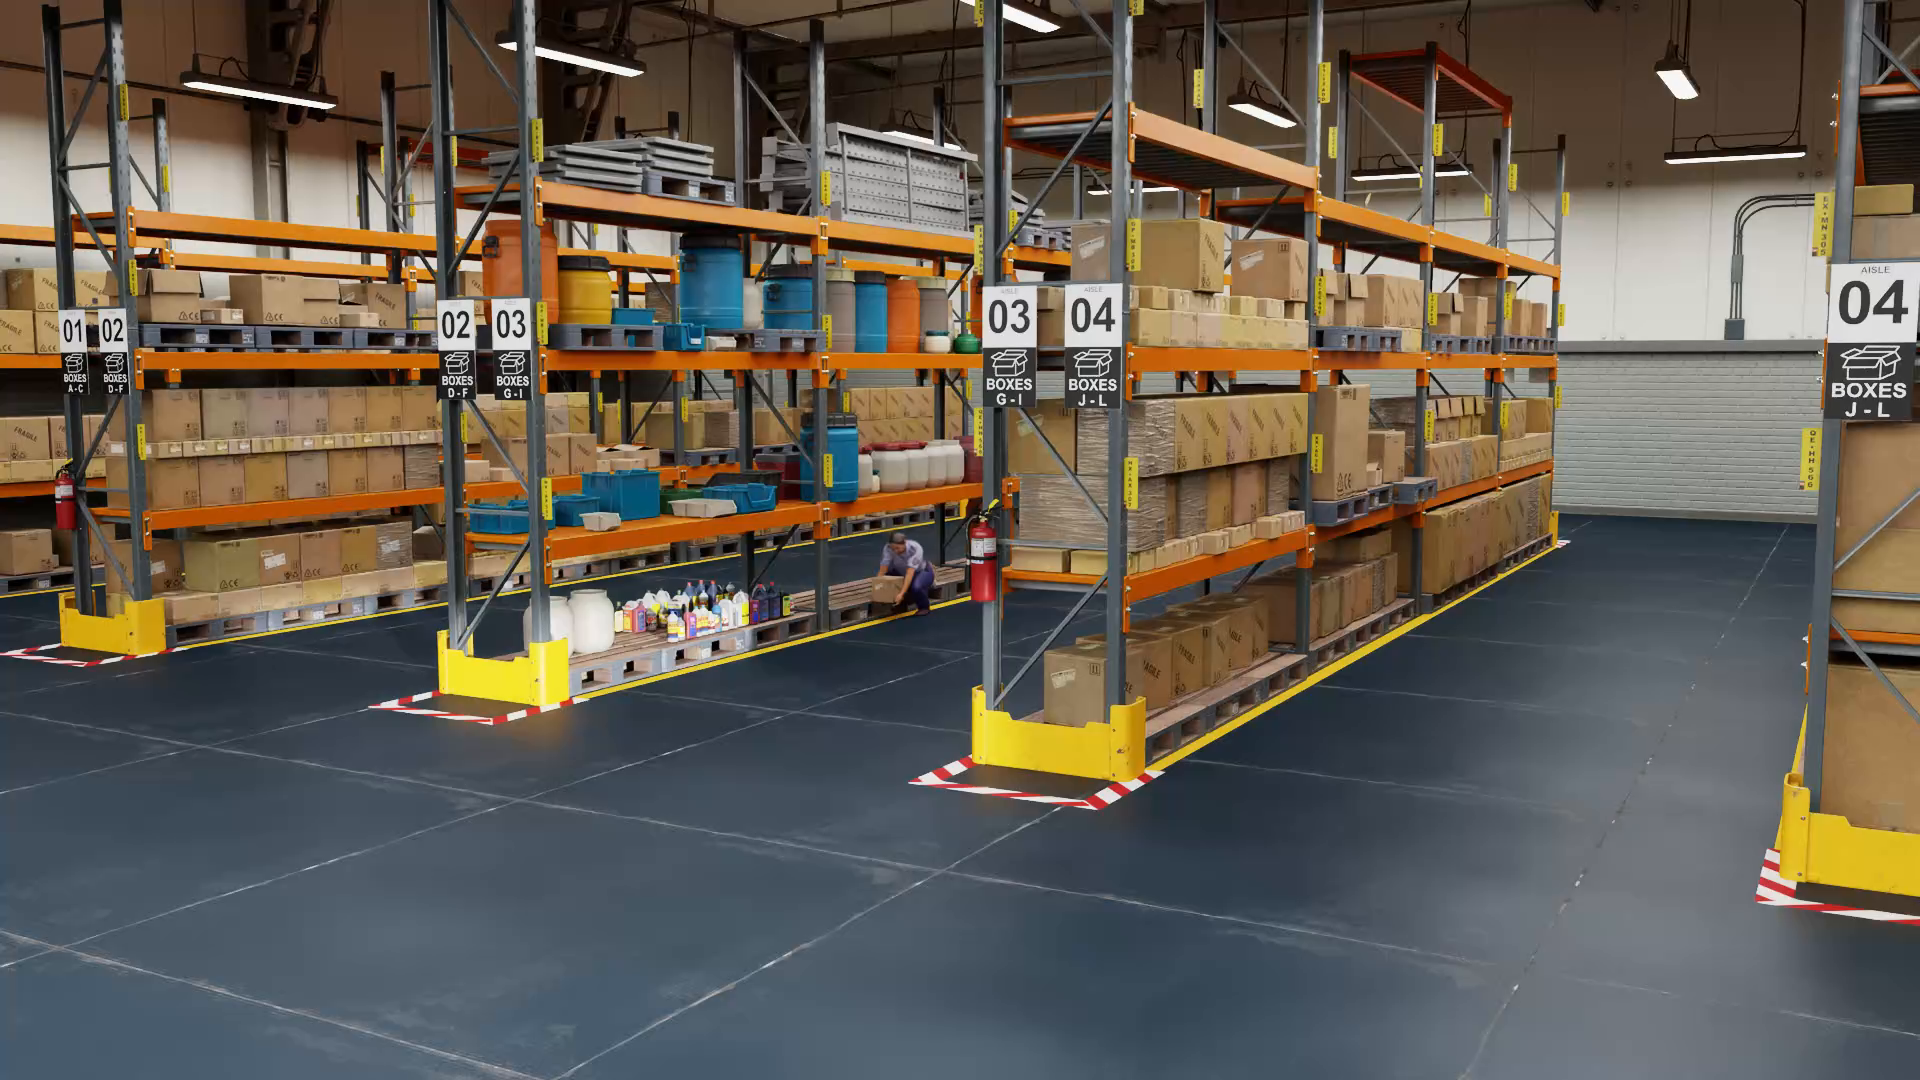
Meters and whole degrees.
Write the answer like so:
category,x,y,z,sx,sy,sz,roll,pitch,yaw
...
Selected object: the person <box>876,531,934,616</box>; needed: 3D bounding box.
category,x,y,z,sx,sy,sz,roll,pitch,yaw
person,-0.592,0.354,17.839,0.508,0.942,0.843,3,7,28
